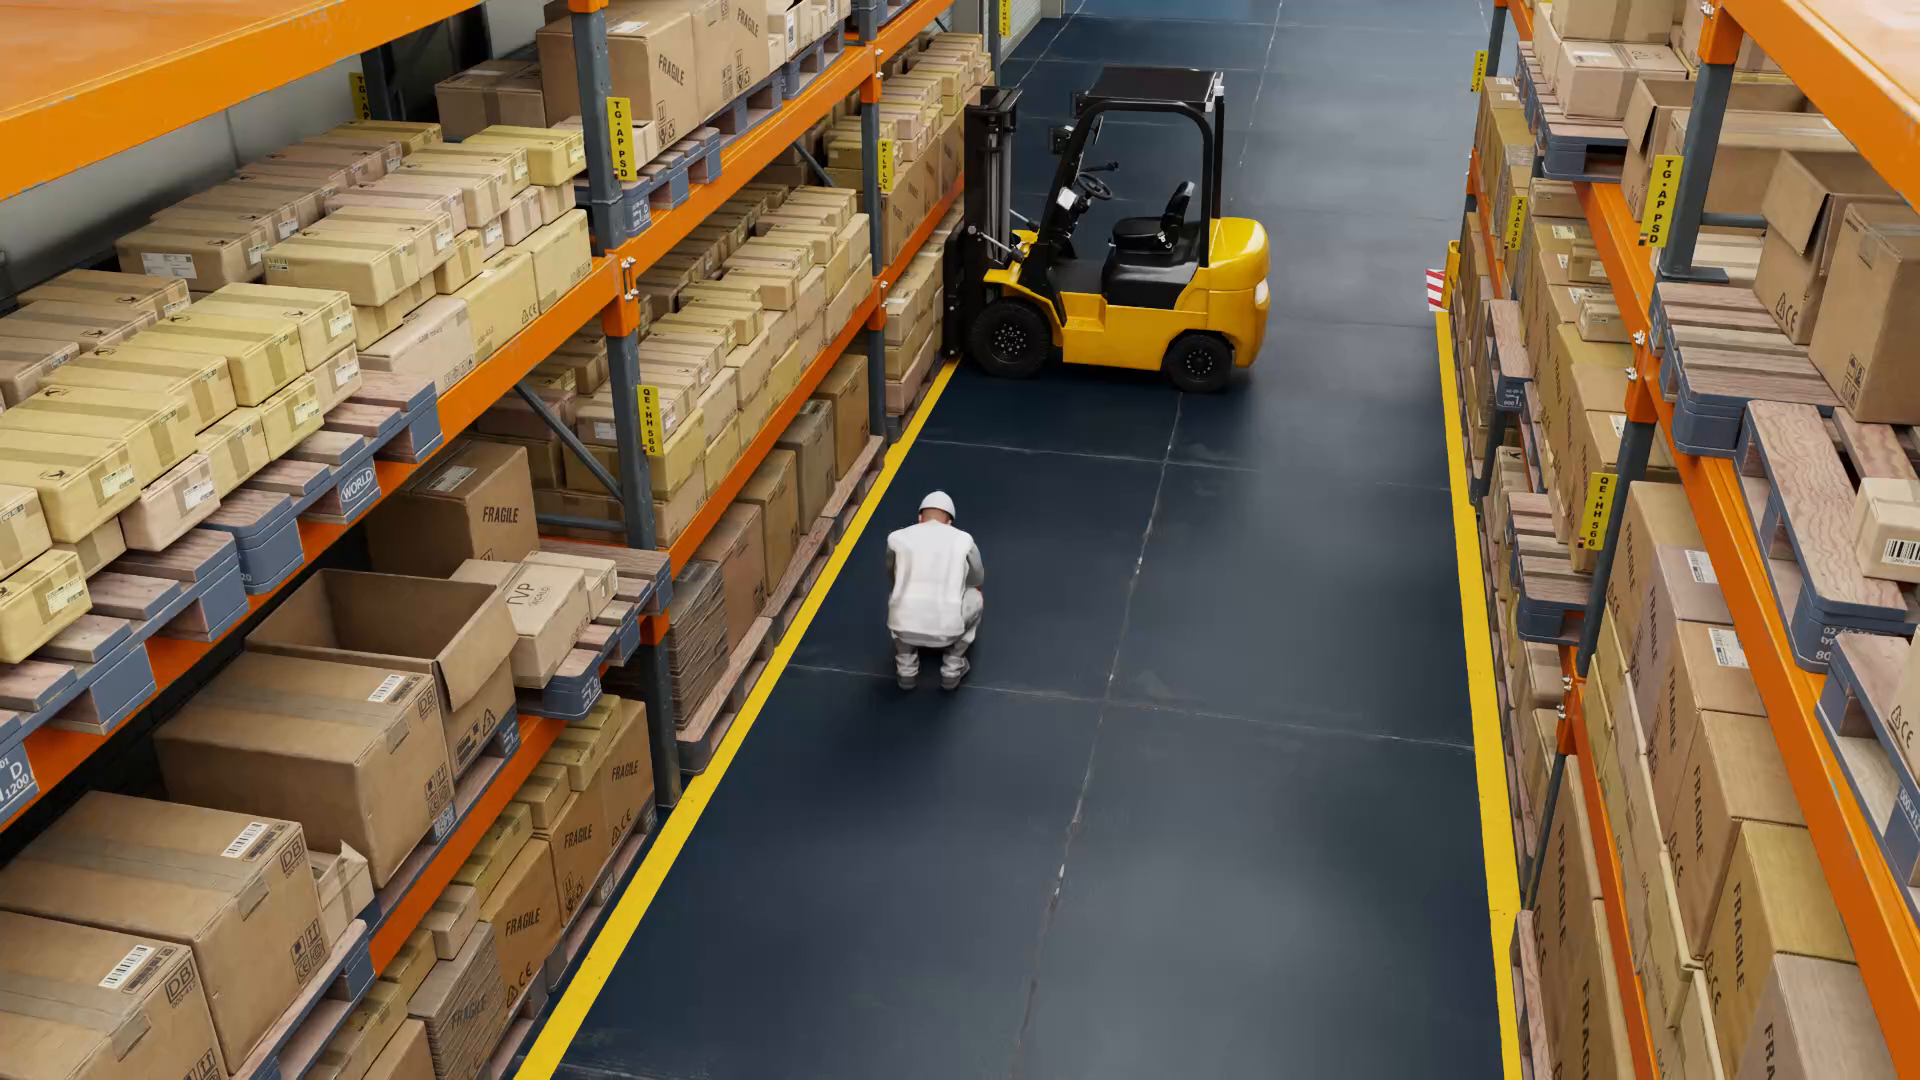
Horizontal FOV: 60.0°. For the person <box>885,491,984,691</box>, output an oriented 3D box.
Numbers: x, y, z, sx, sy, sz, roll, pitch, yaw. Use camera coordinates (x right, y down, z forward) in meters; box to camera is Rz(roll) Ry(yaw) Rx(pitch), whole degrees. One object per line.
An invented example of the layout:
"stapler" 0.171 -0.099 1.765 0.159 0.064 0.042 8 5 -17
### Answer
"person" -0.154 0.301 8.971 0.567 0.909 0.885 6 29 11
